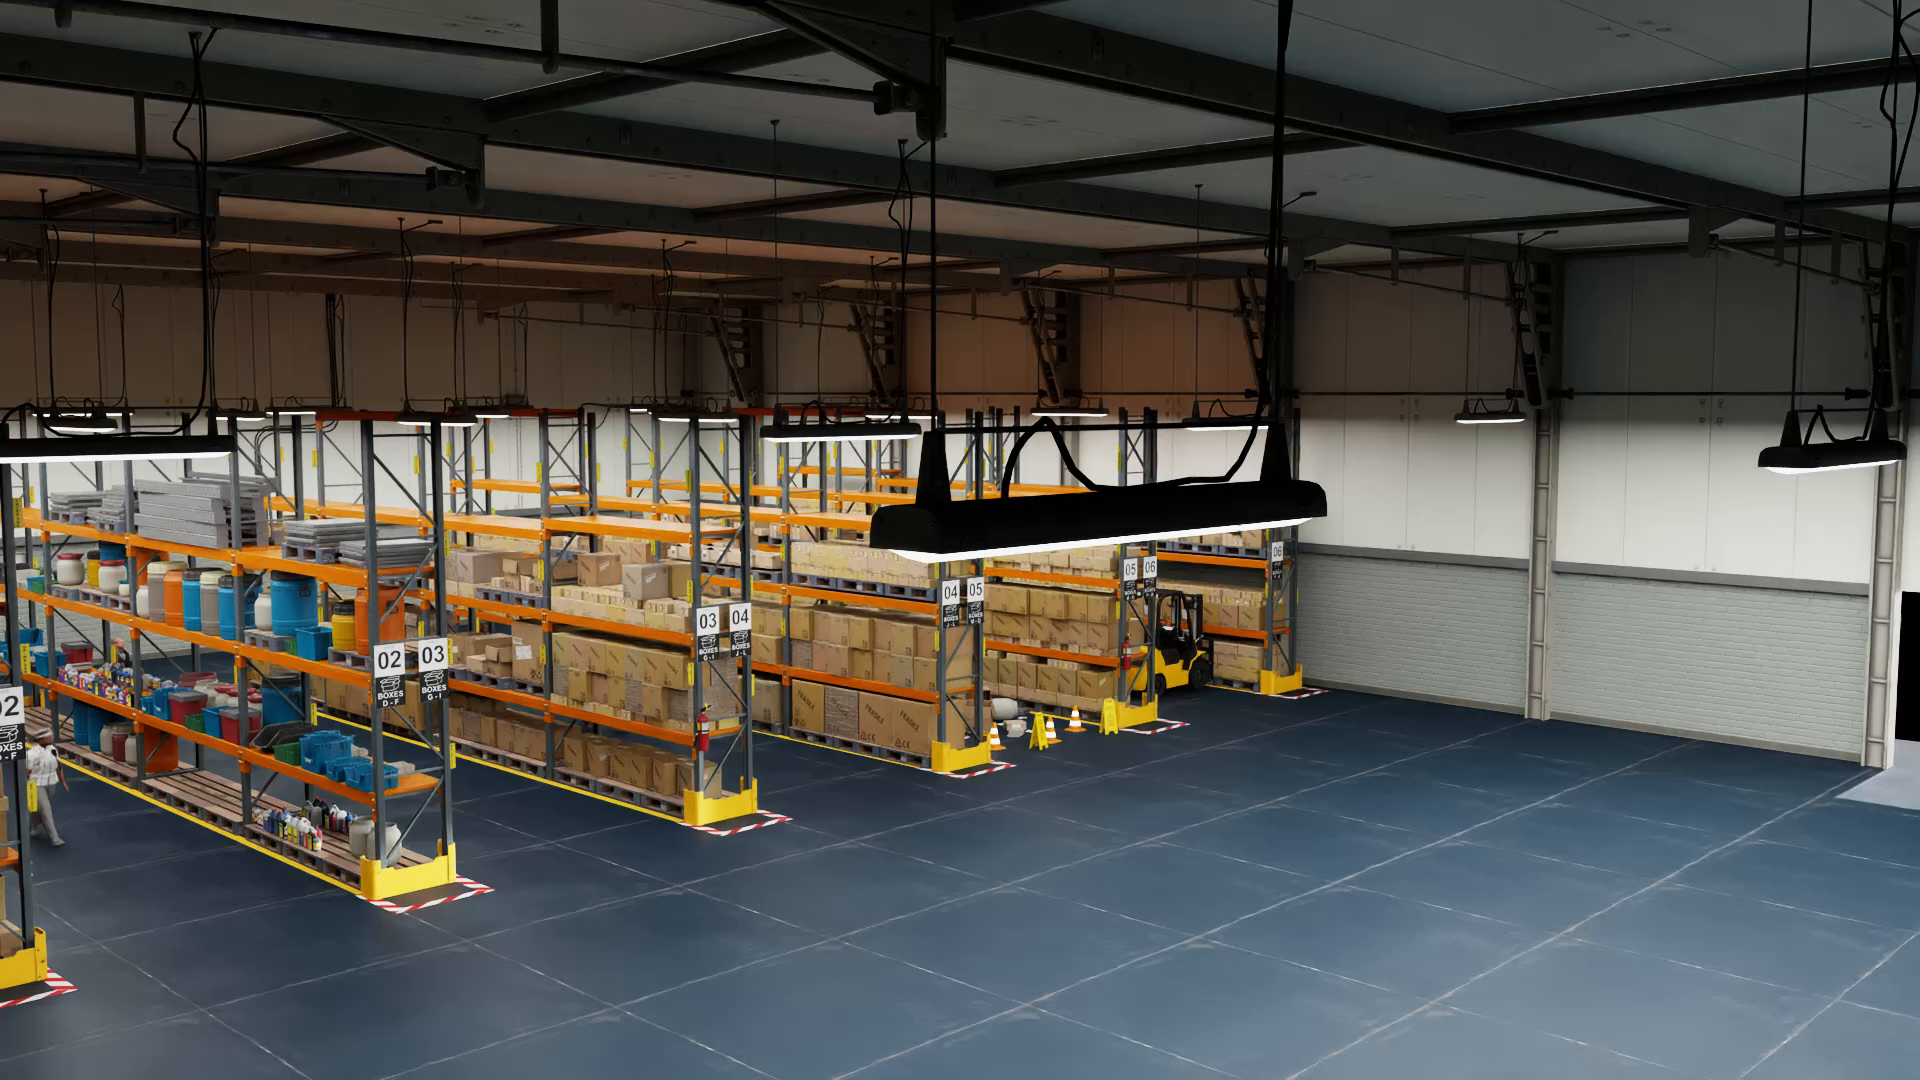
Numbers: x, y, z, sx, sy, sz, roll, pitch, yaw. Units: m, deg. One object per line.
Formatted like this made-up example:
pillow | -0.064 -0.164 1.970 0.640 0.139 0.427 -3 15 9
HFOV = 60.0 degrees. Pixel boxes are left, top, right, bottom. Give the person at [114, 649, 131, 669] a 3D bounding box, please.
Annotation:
person | -15.998 2.777 31.642 1.017 1.484 0.511 3 6 34

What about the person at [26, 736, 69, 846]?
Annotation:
person | -12.877 3.446 23.412 1.068 1.586 0.520 3 6 29

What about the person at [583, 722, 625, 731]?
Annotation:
person | -6.649 2.697 30.994 1.128 1.715 0.546 4 7 39

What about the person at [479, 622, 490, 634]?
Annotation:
person | -9.979 2.467 34.690 0.768 1.562 0.404 5 7 42
